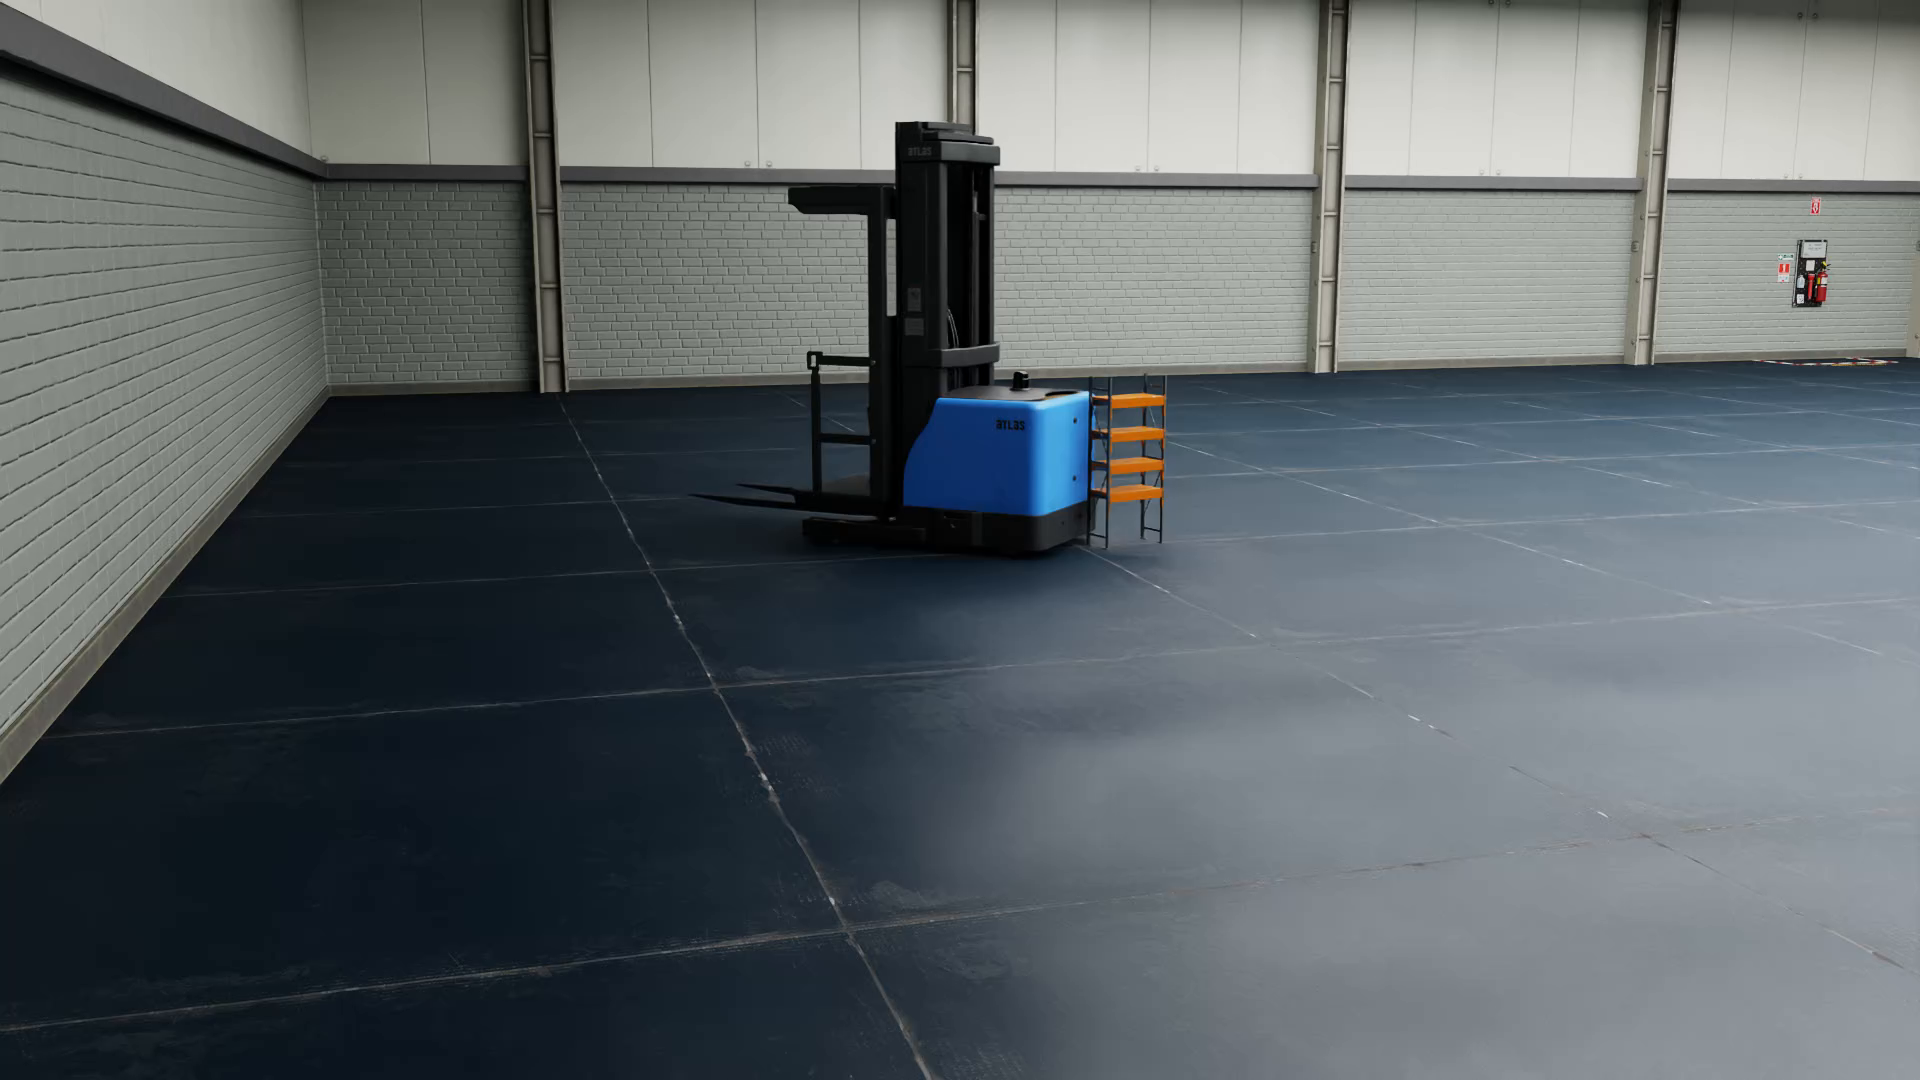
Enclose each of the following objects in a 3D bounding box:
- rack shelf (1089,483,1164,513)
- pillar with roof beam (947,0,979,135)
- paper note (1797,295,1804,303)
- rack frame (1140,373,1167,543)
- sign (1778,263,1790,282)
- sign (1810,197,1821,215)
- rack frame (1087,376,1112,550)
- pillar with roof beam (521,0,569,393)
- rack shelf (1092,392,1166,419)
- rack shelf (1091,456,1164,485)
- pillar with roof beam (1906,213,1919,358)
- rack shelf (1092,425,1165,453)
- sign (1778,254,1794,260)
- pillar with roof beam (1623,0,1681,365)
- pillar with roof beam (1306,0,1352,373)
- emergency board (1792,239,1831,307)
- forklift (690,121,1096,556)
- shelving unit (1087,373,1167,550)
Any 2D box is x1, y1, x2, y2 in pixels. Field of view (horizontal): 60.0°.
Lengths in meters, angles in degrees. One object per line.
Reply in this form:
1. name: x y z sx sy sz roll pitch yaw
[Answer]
1. rack shelf: 1.180 -0.300 11.831 0.480 0.148 0.258 -7 12 -32
2. pillar with roof beam: 1.249 -6.073 20.178 0.400 9.000 9.100 -3 11 -16
3. paper note: 14.755 -4.233 29.187 0.142 0.148 0.016 -3 11 -16
4. rack frame: 1.385 -0.585 11.912 0.015 1.200 0.240 -7 12 -32
5. sign: 14.385 -4.670 29.033 0.234 0.329 0.001 -3 11 -16
6. sign: 14.909 -5.820 28.973 0.199 0.298 0.001 -3 11 -16
7. rack frame: 0.975 -0.538 11.653 0.015 1.200 0.240 -7 12 -32
8. pillar with roof beam: -4.512 -5.769 18.528 0.400 9.000 9.100 -3 11 -16
9. rack shelf: 1.180 -0.948 11.711 0.480 0.148 0.258 -7 12 -32
10. rack shelf: 1.180 -0.495 11.795 0.480 0.148 0.258 -7 12 -32
11. pillar with roof beam: 18.531 -6.983 25.126 0.400 9.000 9.100 -3 11 -16
12. rack shelf: 1.180 -0.715 11.754 0.480 0.148 0.258 -7 12 -32
13. sign: 14.392 -4.930 28.978 0.331 0.109 0.001 -3 11 -16
14. pillar with roof beam: 12.770 -6.680 23.476 0.400 9.000 9.100 -3 11 -16
15. pillar with roof beam: 7.009 -6.376 21.827 0.400 9.000 9.100 -3 11 -16
16. emergency board: 14.945 -4.663 29.091 0.643 1.169 0.194 -3 11 -16
17. forklift: -0.565 -1.498 12.089 3.031 2.935 1.130 5 12 27
18. shelving unit: 1.180 -0.561 11.783 0.503 1.200 0.258 -7 12 -32
